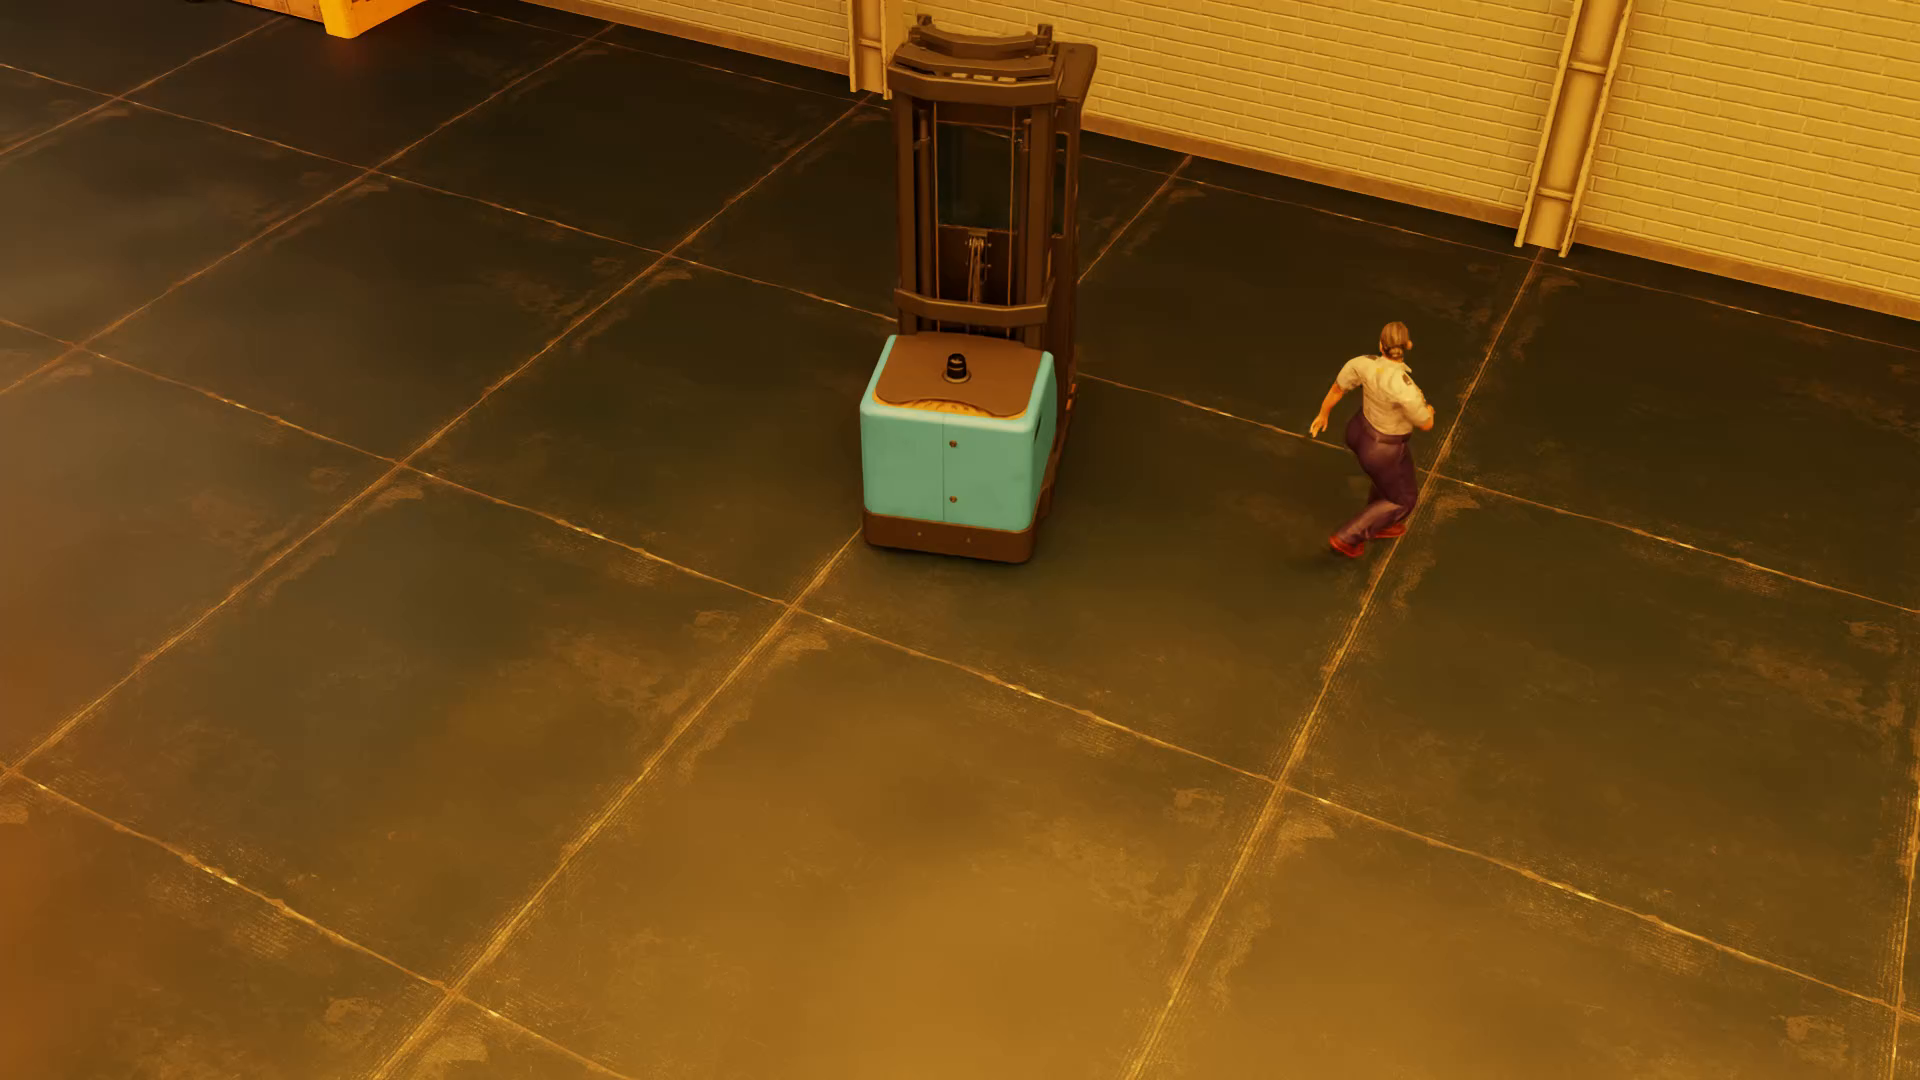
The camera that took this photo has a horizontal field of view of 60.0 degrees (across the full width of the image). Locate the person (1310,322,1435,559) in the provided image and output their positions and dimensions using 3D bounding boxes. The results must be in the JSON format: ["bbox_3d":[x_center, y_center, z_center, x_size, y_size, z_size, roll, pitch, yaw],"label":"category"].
[{"bbox_3d":[2.467,-0.594,9.752,0.639,1.589,0.597,-10,41,-12],"label":"person"}]

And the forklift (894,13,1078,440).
[{"bbox_3d":[0.205,-1.937,10.287,1.121,2.935,3.031,7,41,9],"label":"forklift"}]
